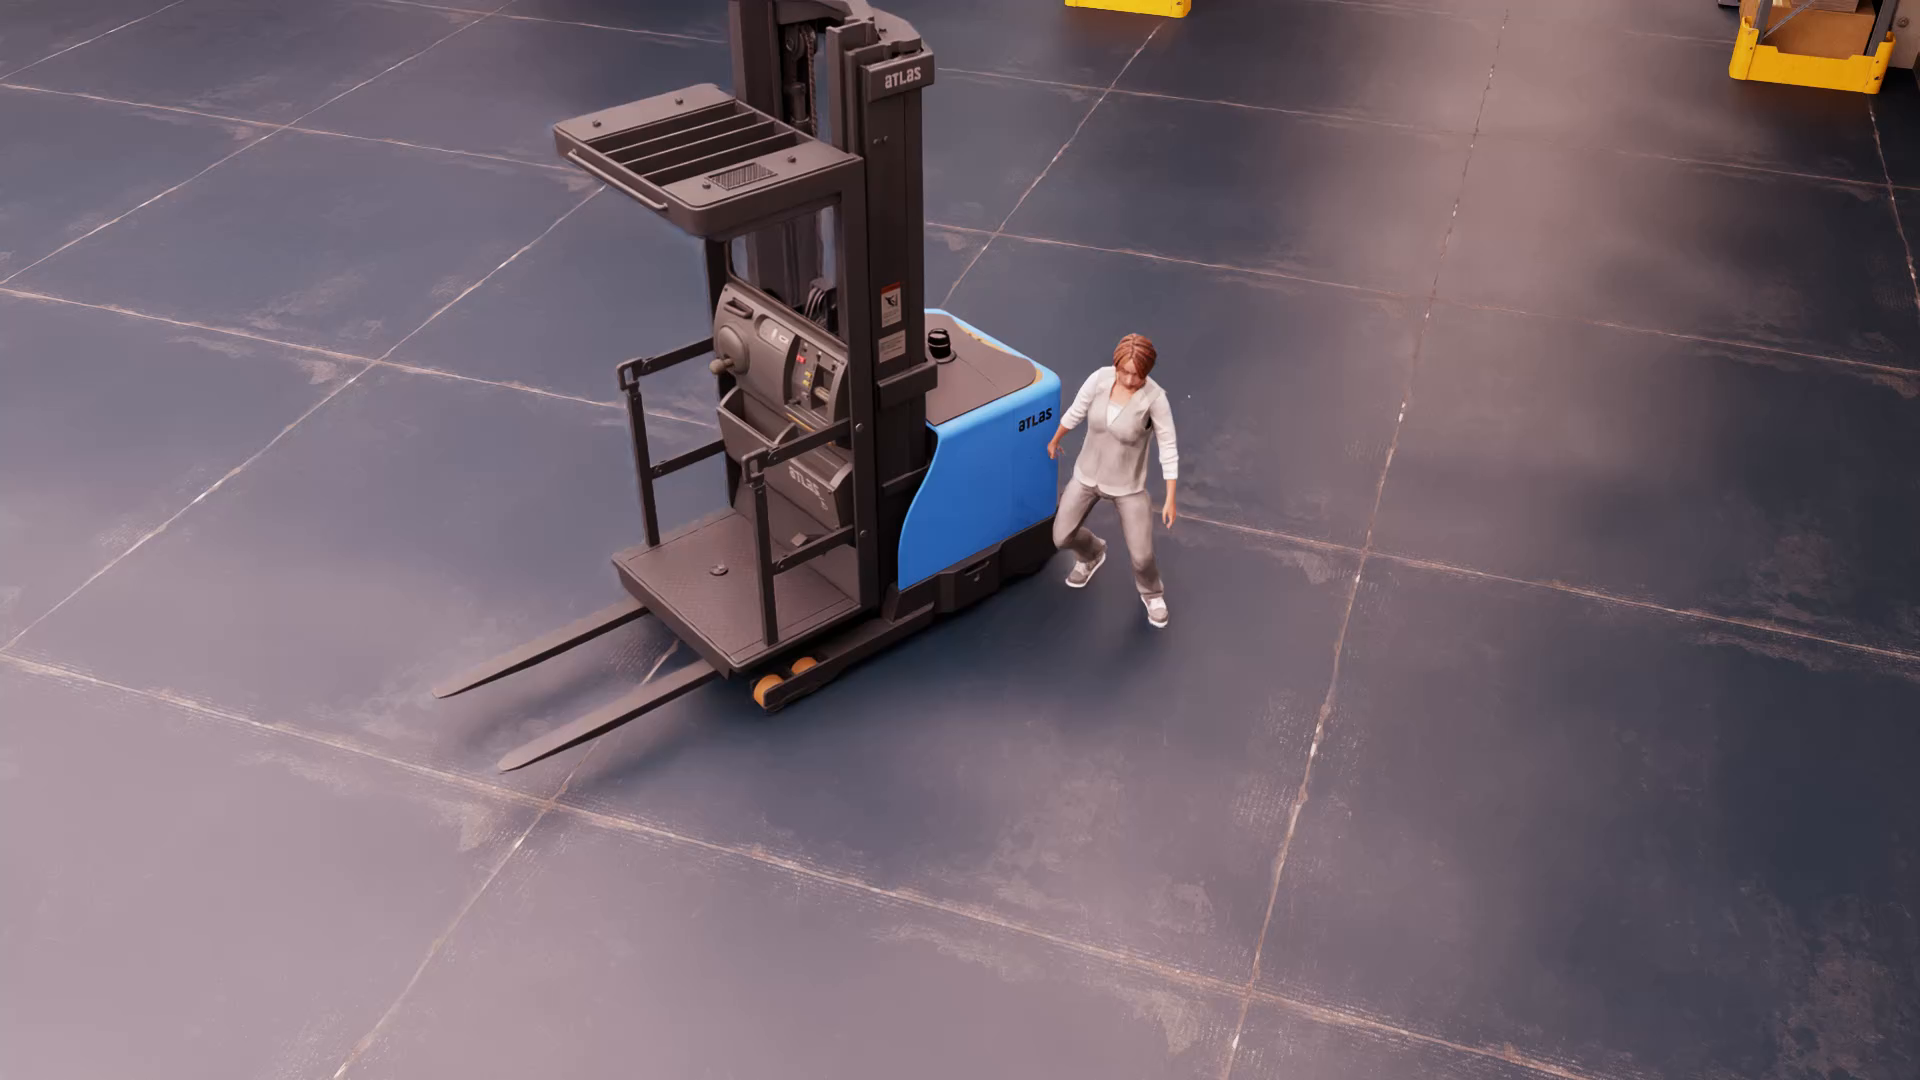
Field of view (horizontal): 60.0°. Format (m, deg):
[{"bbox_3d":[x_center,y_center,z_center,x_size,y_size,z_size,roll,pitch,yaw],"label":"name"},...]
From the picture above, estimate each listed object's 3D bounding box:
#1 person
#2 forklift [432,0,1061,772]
[{"bbox_3d":[0.712,-0.315,7.786,0.740,1.523,0.434,21,40,27],"label":"person"},{"bbox_3d":[-0.955,-0.763,7.187,3.031,2.935,1.130,-26,43,-32],"label":"forklift"}]
